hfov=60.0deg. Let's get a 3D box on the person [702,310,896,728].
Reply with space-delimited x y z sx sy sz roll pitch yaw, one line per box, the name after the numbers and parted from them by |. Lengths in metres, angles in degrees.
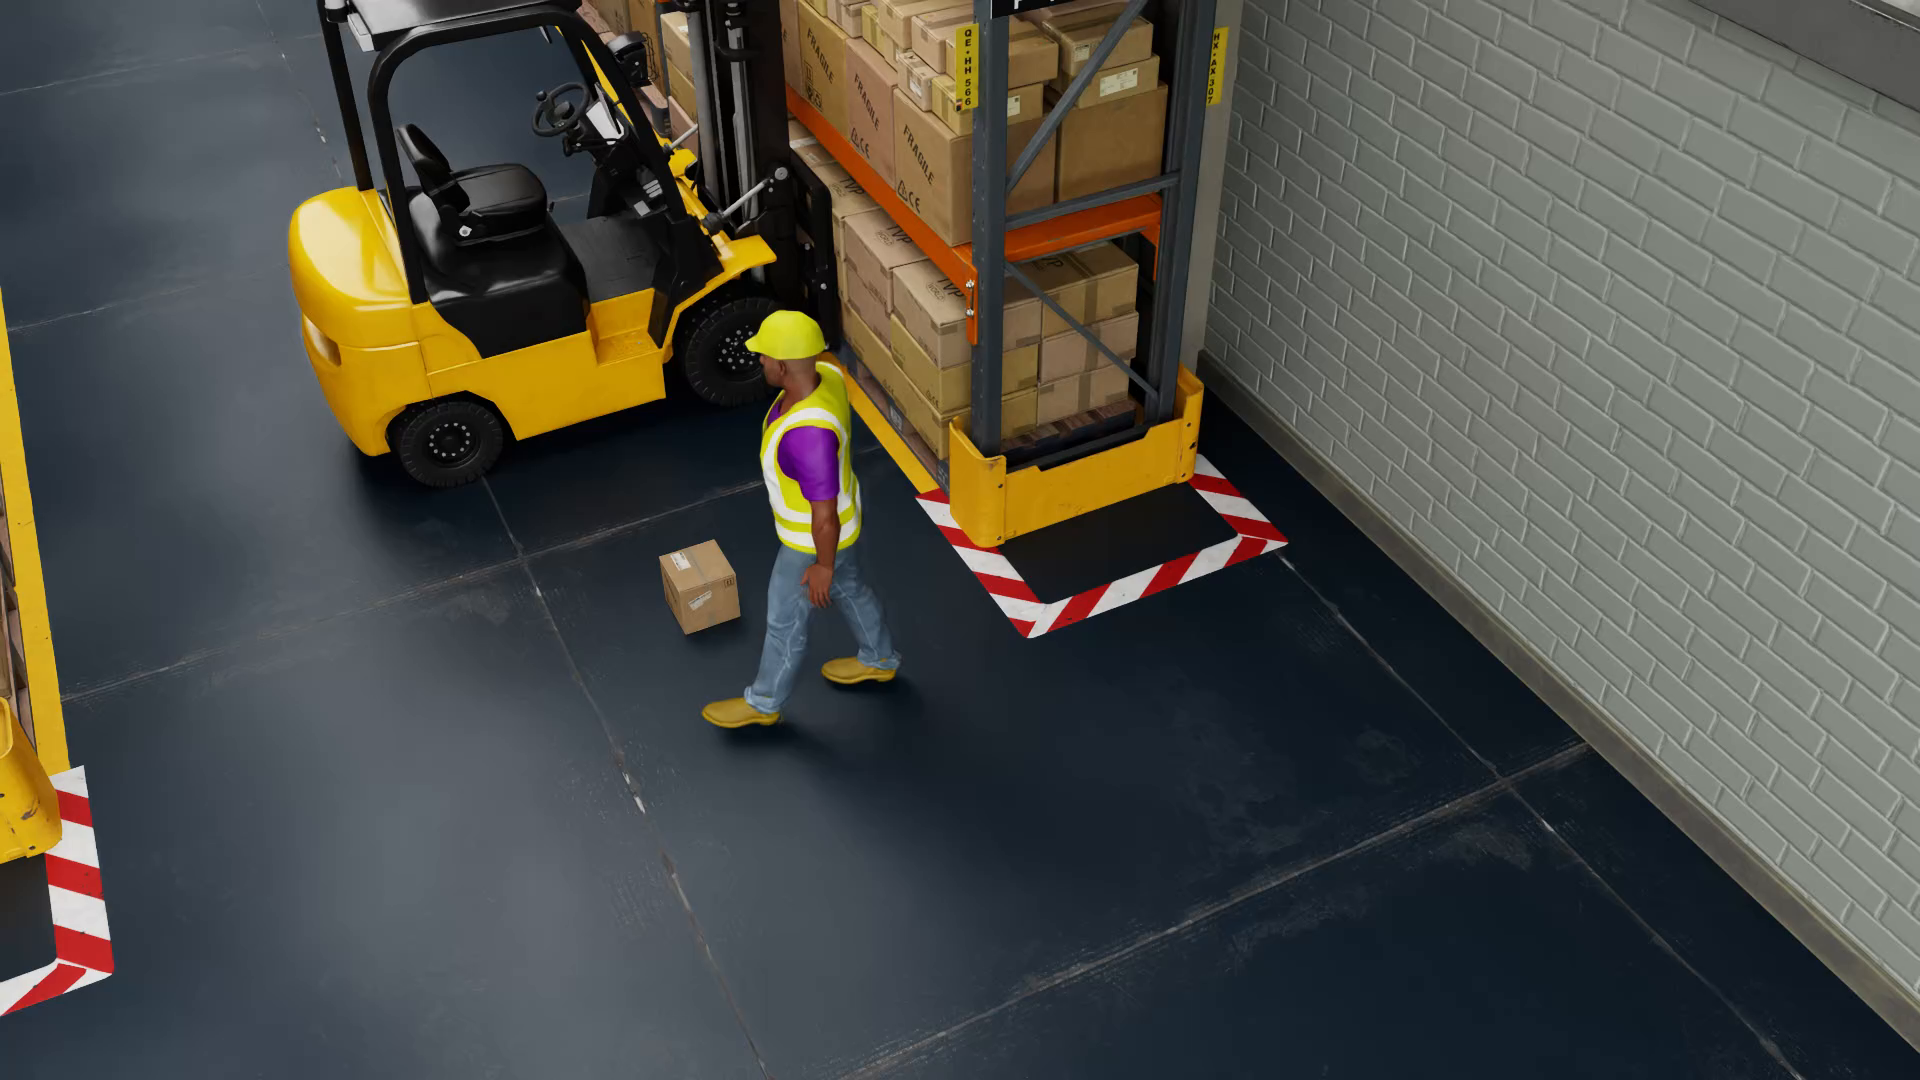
-0.638 -0.057 6.185 0.756 1.745 0.526 0 41 0 | person
